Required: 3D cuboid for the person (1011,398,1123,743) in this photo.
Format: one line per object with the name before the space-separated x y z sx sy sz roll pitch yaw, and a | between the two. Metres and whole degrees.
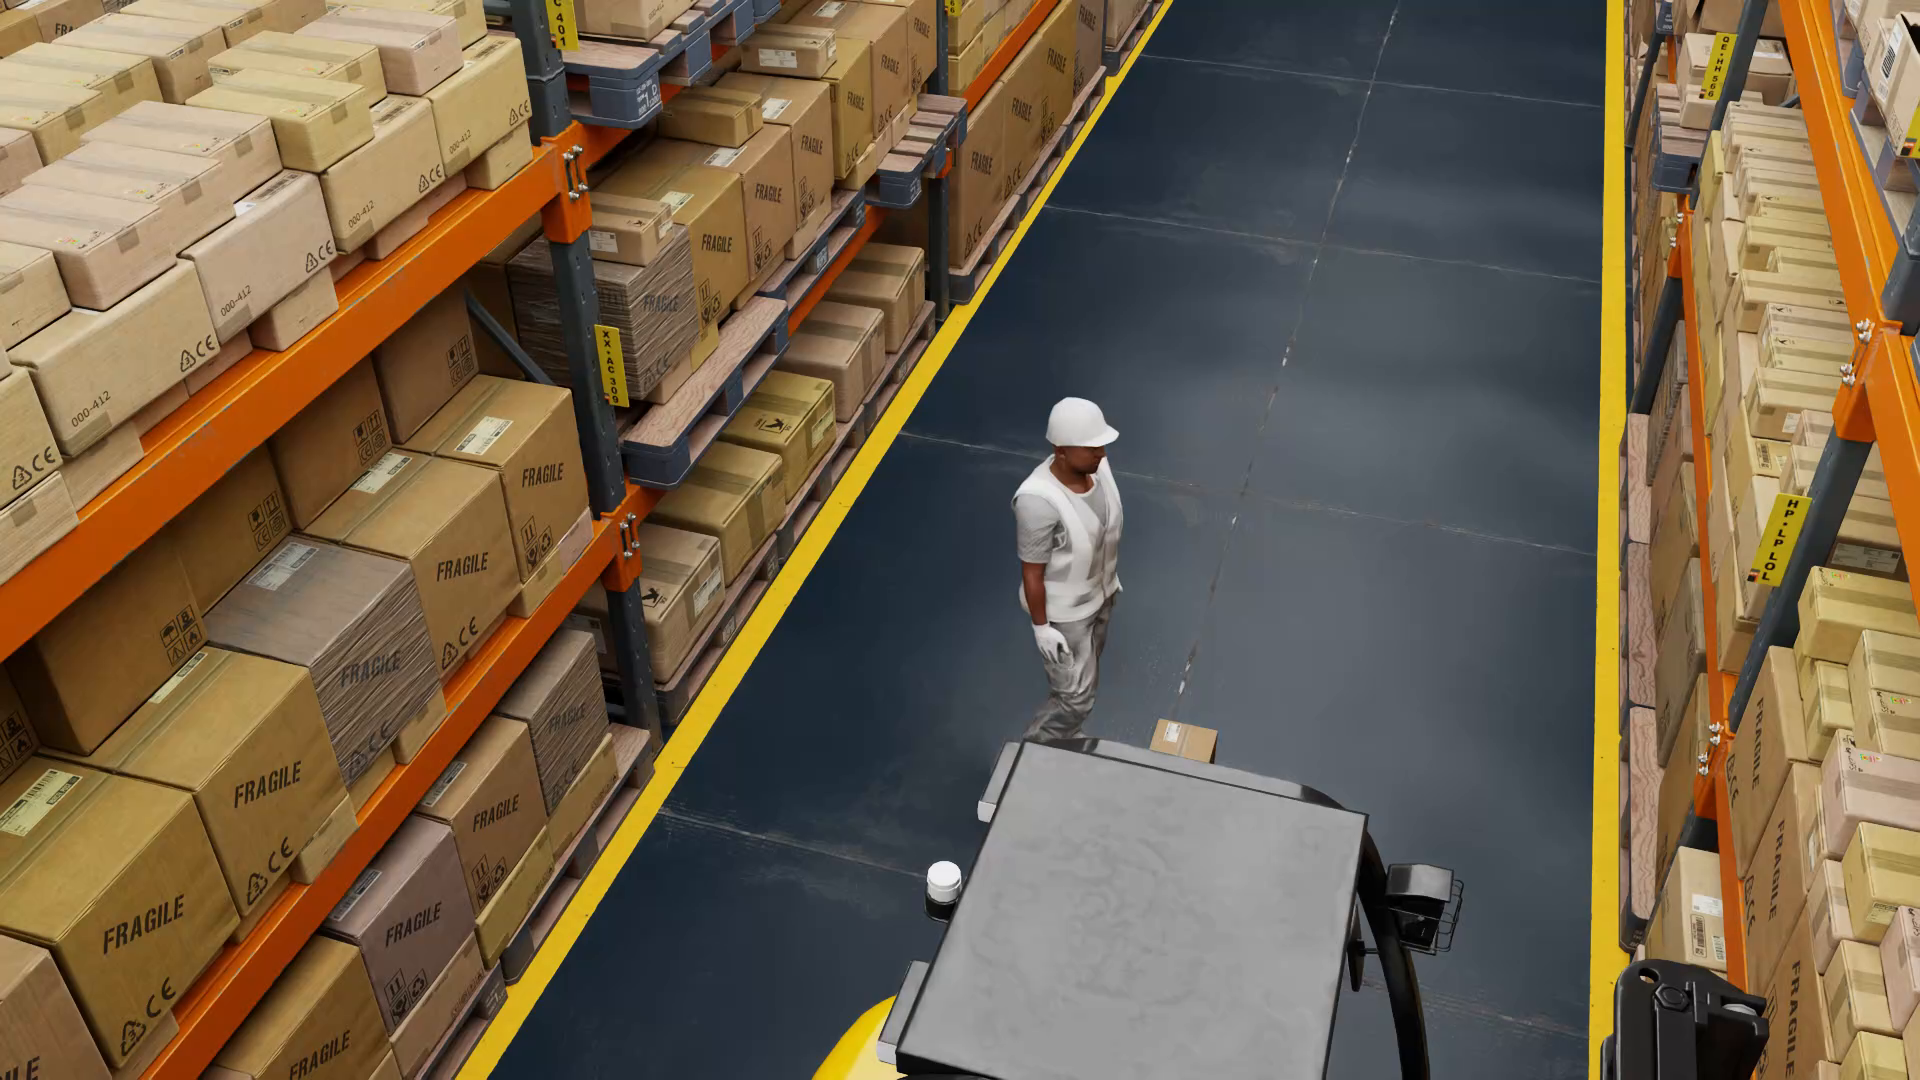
person | 0.448 0.242 6.555 0.396 1.814 0.566 21 42 26
